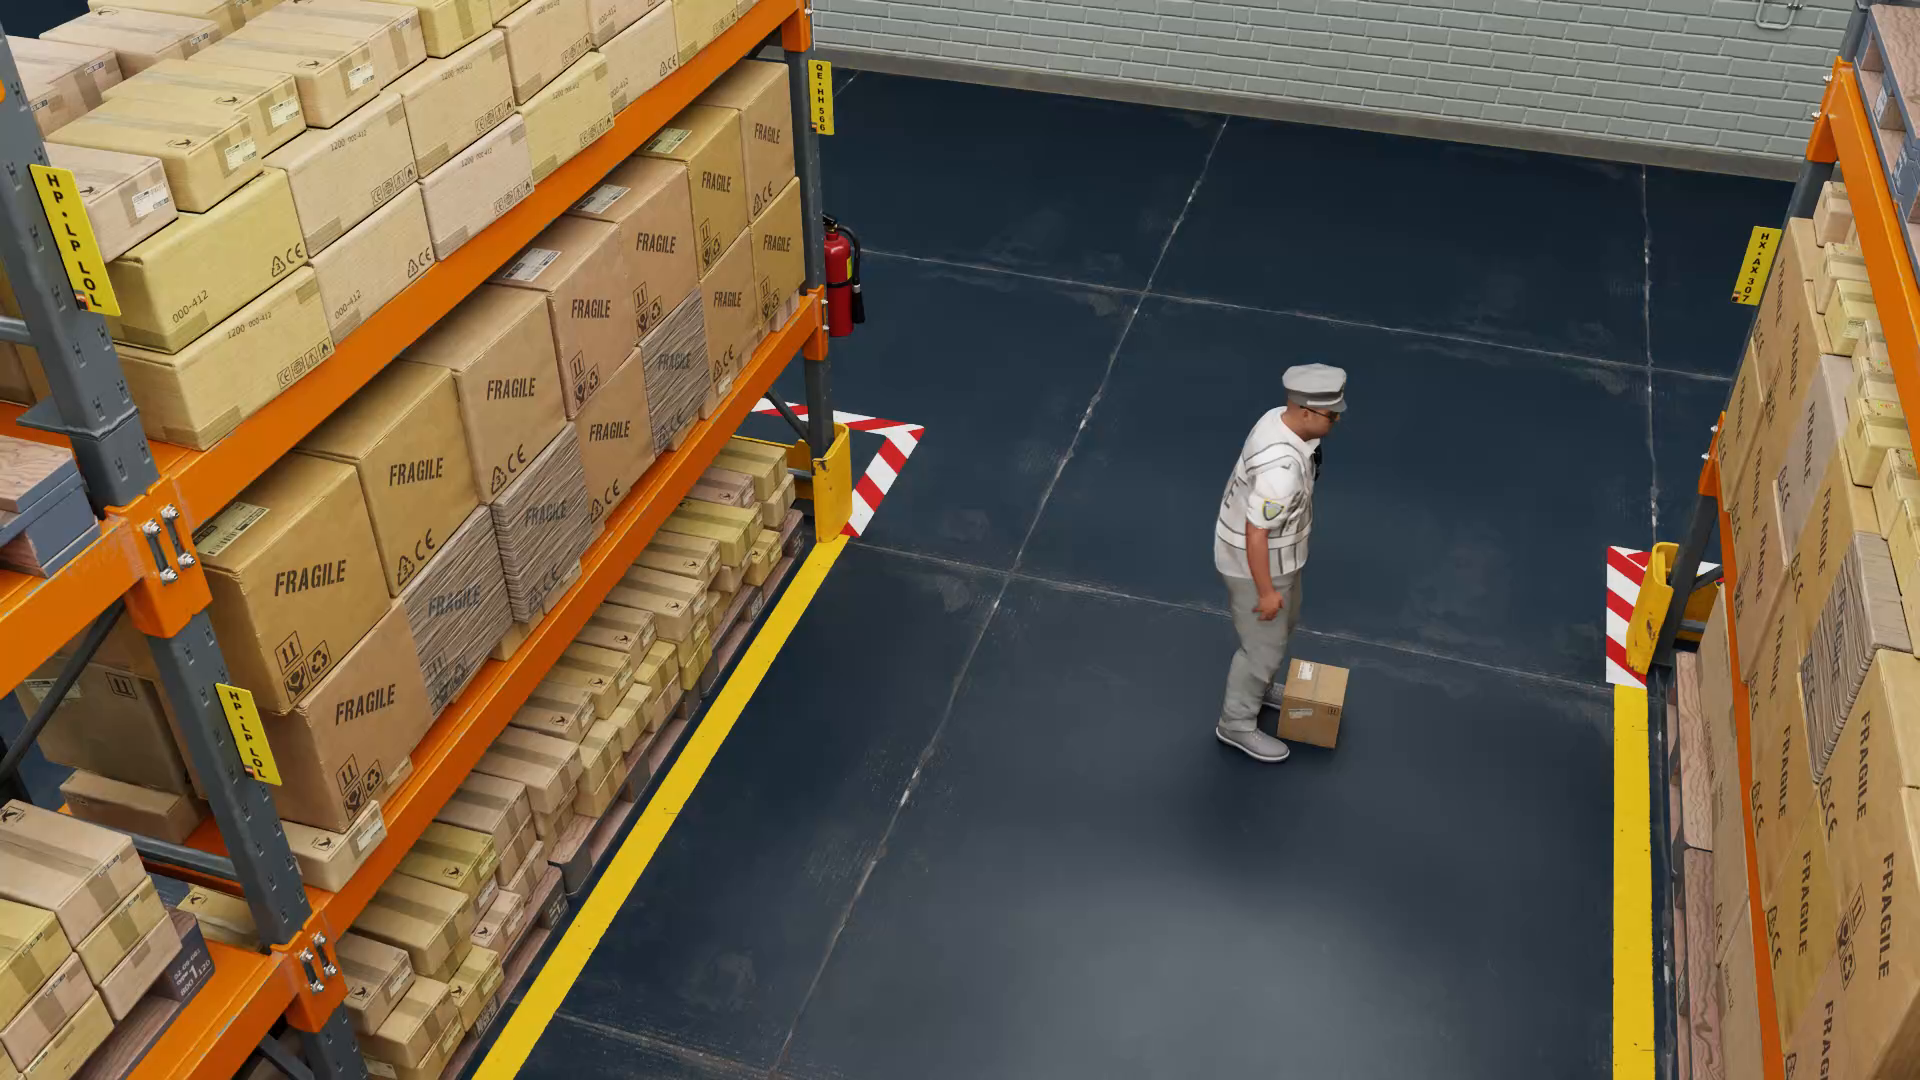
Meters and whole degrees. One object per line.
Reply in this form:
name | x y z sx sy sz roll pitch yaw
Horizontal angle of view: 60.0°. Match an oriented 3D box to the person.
person | 1.276 0.067 6.796 0.470 1.747 0.586 11 38 14
